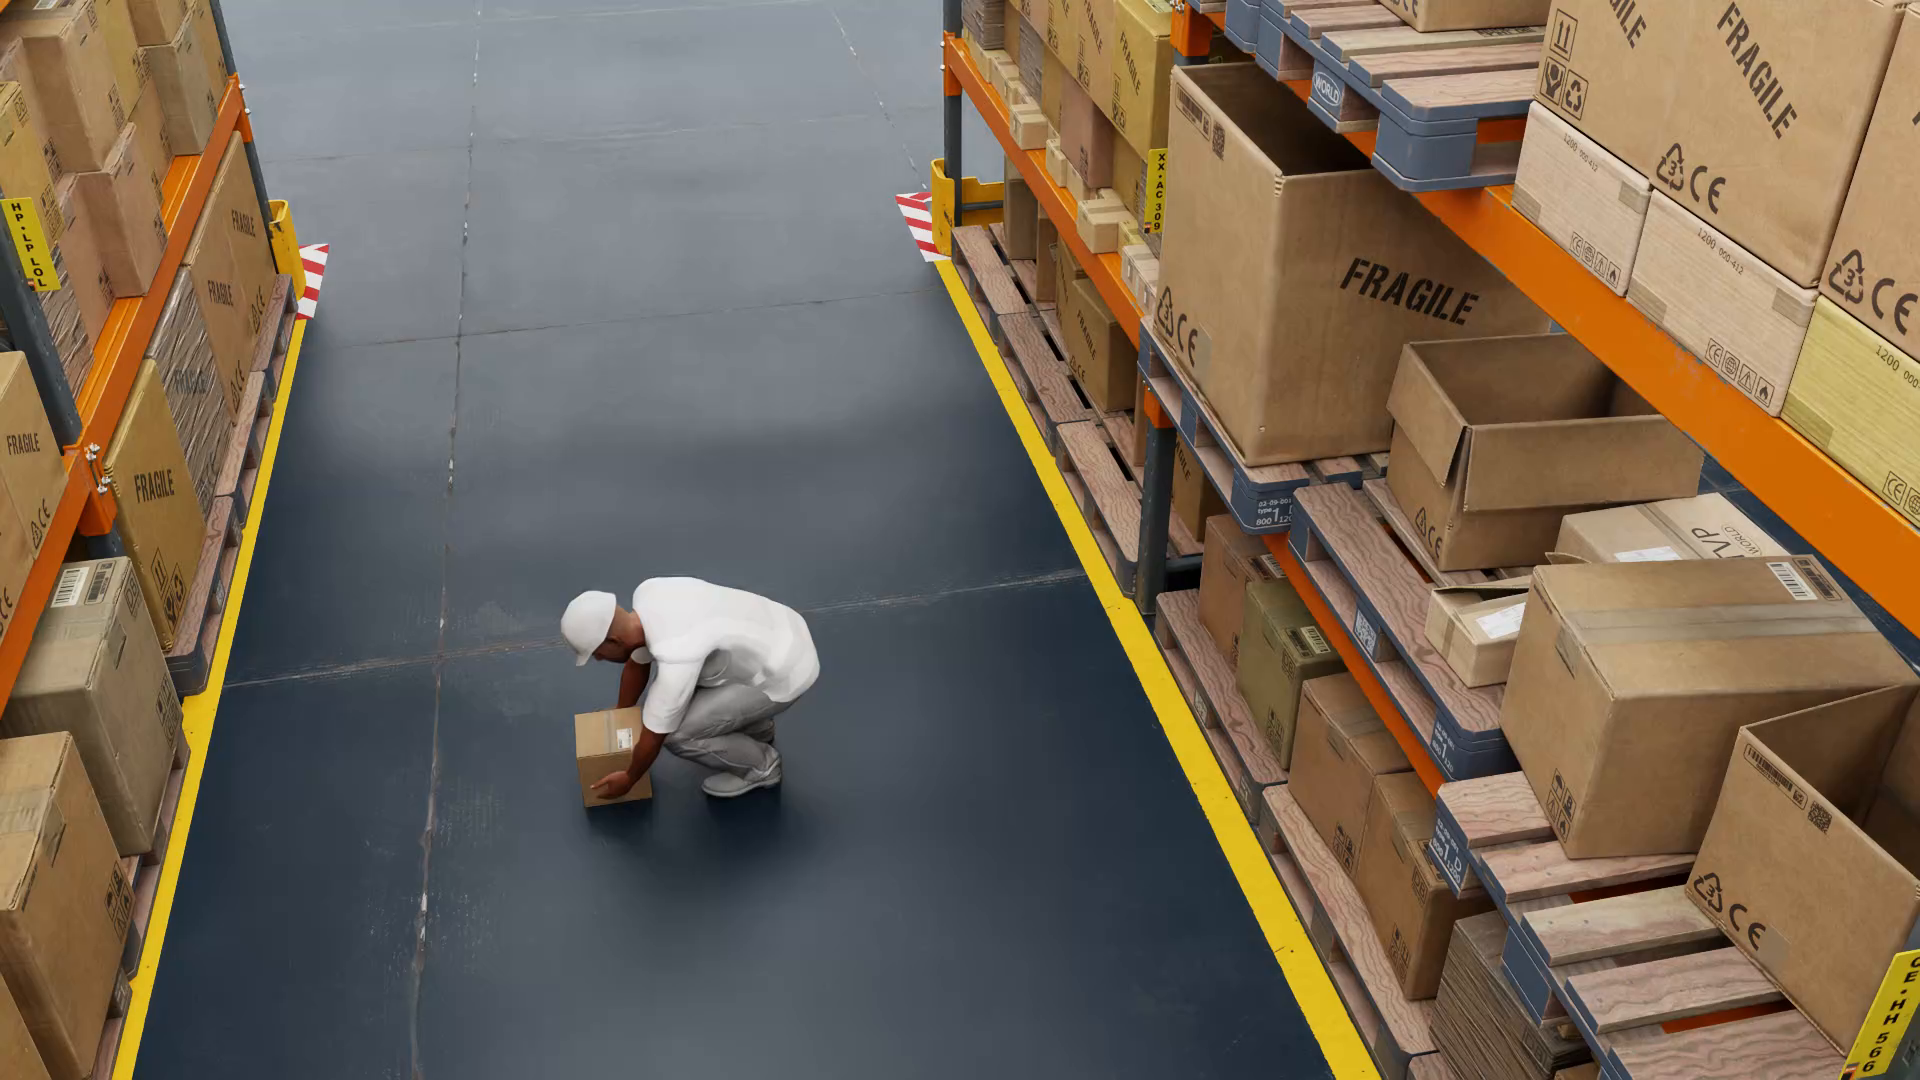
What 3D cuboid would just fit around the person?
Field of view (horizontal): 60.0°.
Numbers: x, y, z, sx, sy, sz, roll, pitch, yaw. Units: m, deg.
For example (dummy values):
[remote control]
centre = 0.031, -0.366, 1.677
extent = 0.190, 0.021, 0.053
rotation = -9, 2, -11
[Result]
[person]
centre = -0.964, 0.519, 6.111
extent = 0.897, 0.926, 0.569
rotation = -7, 35, -11
